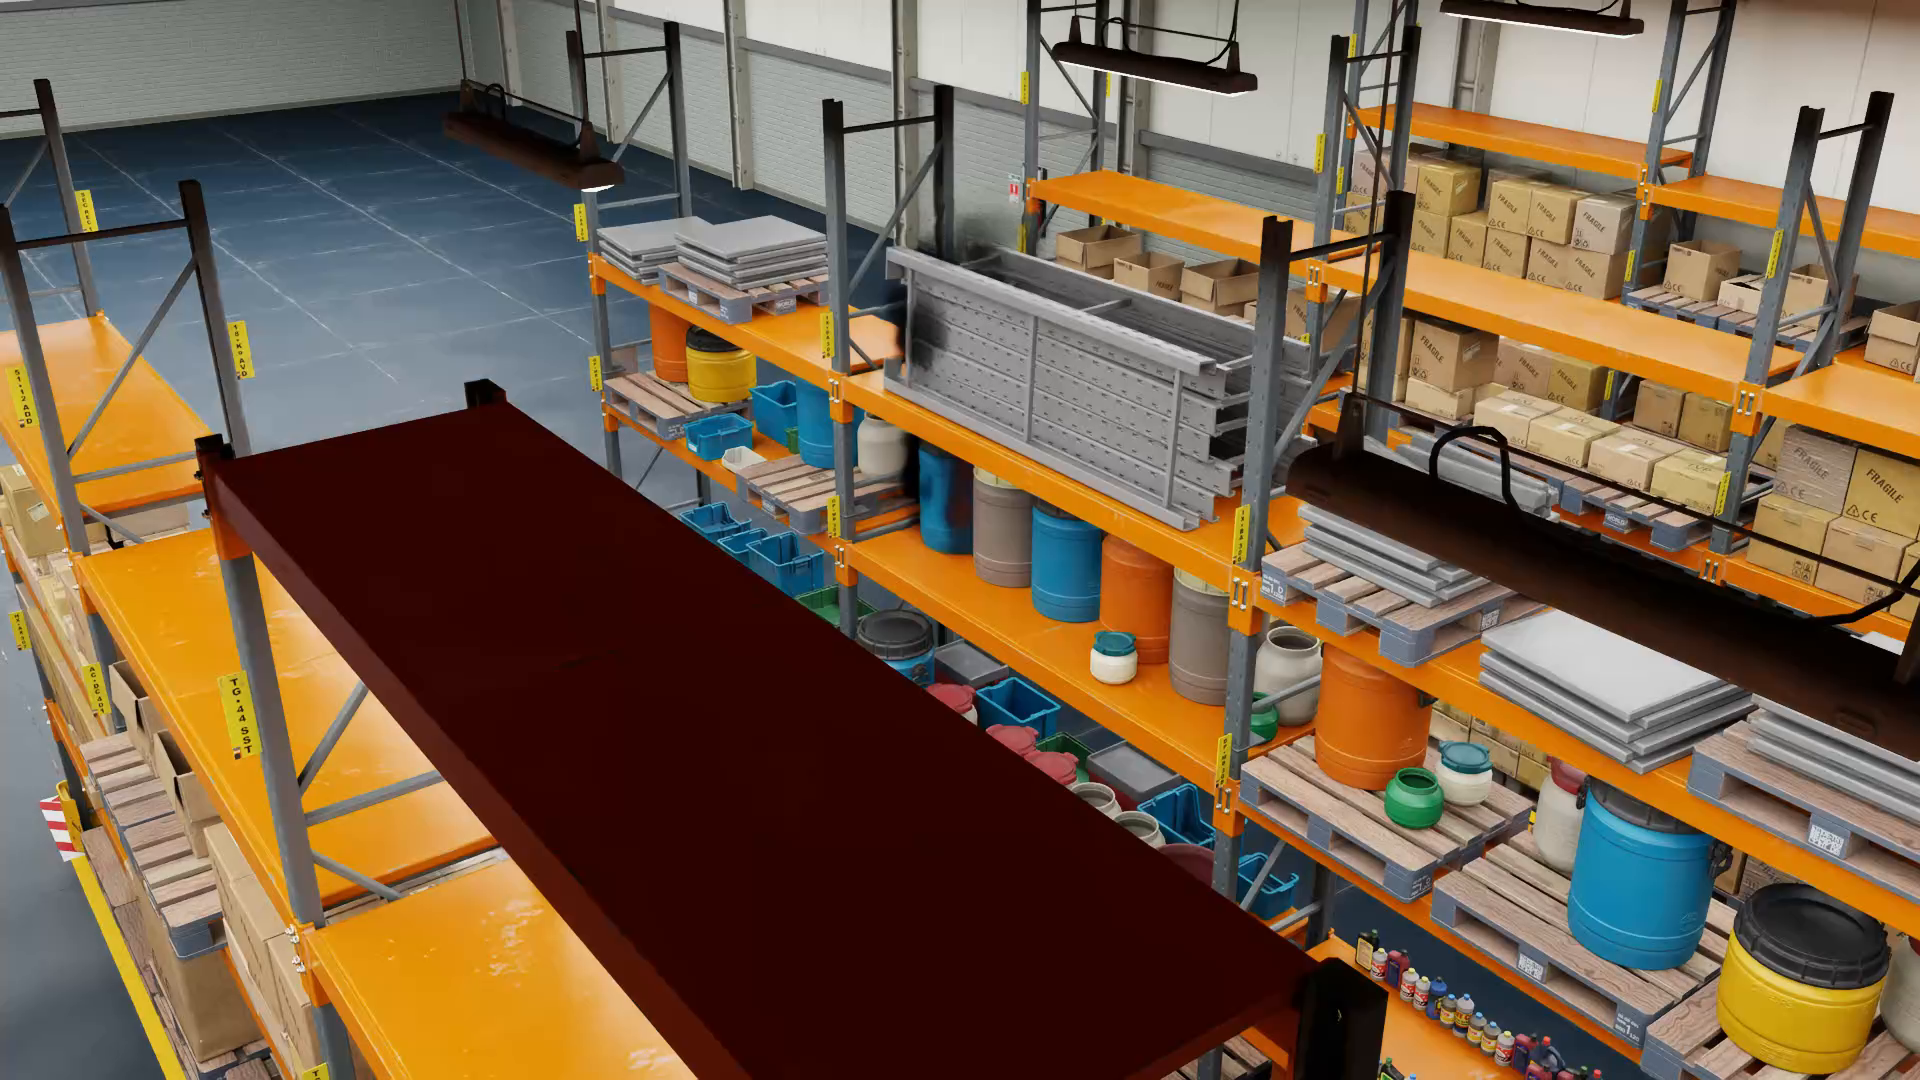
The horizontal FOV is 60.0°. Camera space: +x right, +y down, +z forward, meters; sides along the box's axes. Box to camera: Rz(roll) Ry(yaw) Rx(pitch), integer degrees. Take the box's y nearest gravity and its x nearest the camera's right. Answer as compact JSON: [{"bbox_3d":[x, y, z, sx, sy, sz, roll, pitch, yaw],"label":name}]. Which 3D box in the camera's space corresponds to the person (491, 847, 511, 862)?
[{"bbox_3d":[-3.176,2.261,11.402,0.557,1.765,0.780,-21,32,-37],"label":"person"}]
